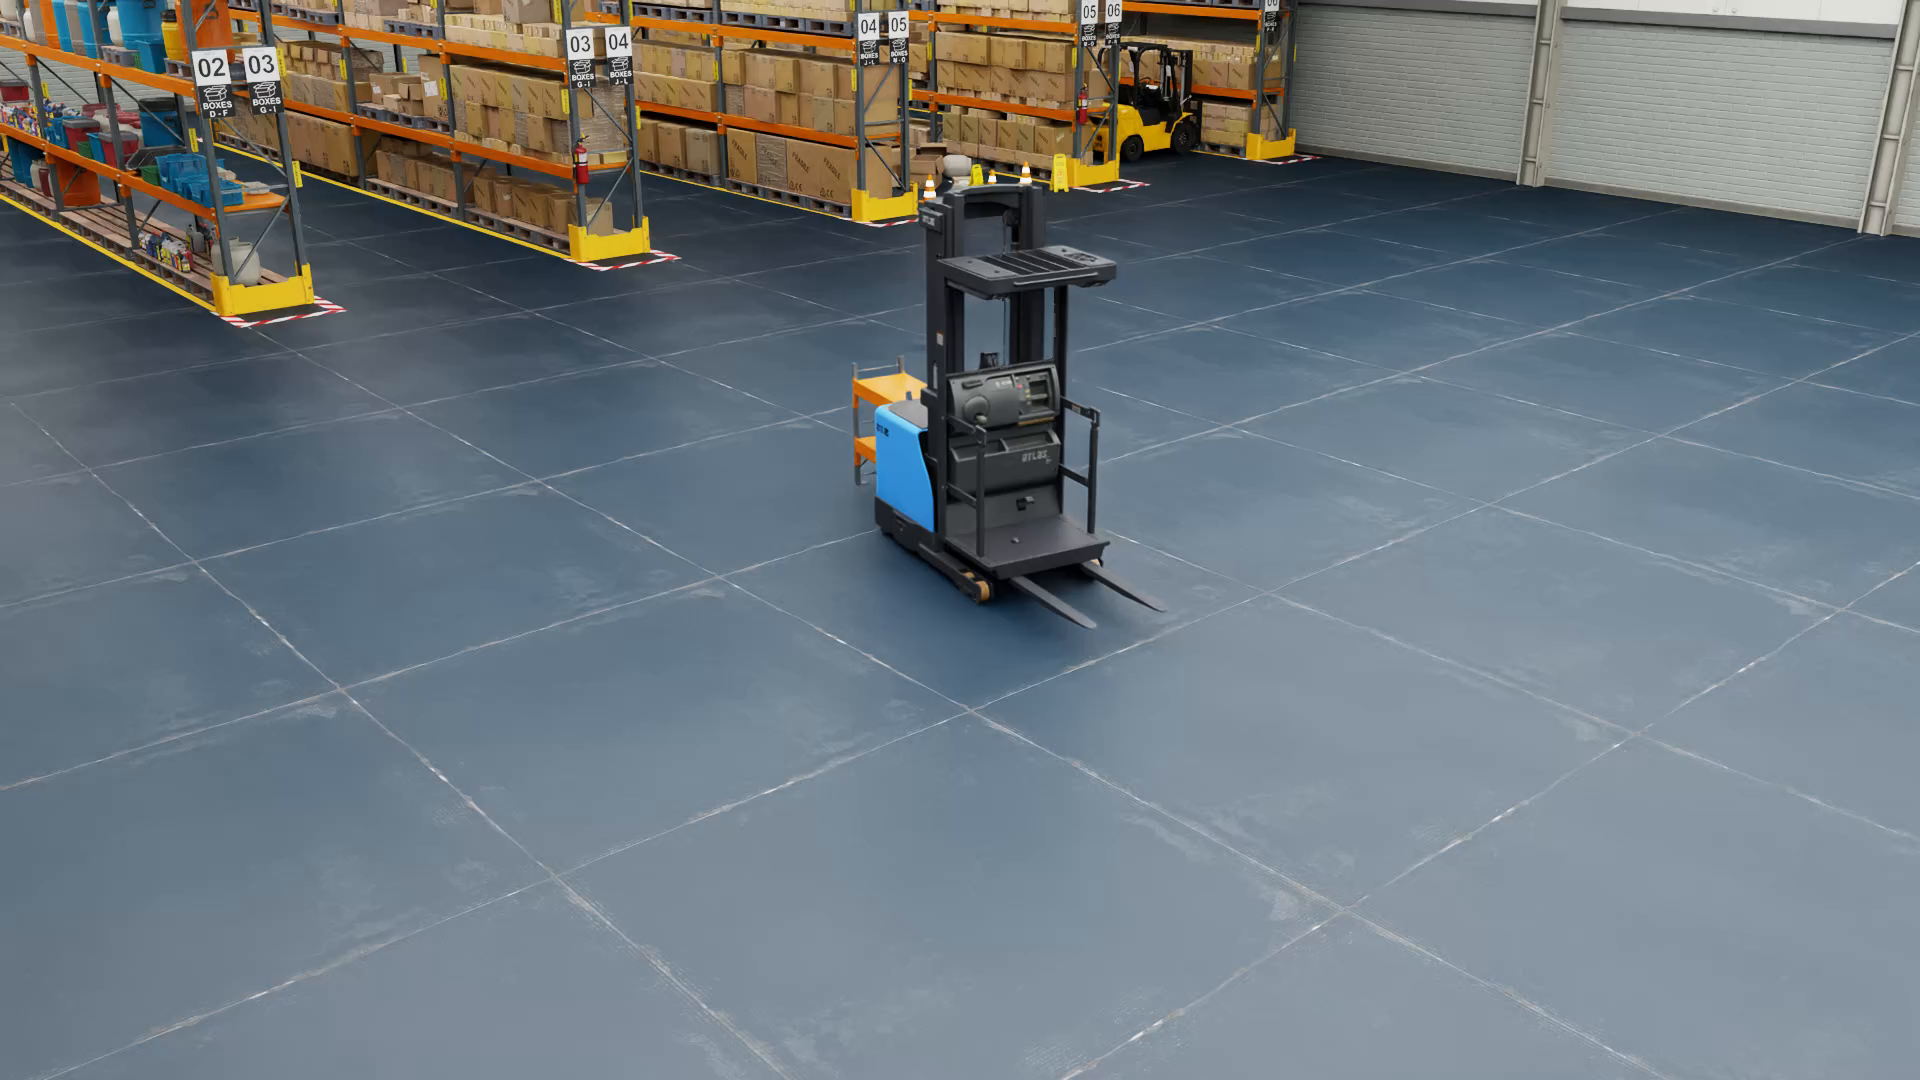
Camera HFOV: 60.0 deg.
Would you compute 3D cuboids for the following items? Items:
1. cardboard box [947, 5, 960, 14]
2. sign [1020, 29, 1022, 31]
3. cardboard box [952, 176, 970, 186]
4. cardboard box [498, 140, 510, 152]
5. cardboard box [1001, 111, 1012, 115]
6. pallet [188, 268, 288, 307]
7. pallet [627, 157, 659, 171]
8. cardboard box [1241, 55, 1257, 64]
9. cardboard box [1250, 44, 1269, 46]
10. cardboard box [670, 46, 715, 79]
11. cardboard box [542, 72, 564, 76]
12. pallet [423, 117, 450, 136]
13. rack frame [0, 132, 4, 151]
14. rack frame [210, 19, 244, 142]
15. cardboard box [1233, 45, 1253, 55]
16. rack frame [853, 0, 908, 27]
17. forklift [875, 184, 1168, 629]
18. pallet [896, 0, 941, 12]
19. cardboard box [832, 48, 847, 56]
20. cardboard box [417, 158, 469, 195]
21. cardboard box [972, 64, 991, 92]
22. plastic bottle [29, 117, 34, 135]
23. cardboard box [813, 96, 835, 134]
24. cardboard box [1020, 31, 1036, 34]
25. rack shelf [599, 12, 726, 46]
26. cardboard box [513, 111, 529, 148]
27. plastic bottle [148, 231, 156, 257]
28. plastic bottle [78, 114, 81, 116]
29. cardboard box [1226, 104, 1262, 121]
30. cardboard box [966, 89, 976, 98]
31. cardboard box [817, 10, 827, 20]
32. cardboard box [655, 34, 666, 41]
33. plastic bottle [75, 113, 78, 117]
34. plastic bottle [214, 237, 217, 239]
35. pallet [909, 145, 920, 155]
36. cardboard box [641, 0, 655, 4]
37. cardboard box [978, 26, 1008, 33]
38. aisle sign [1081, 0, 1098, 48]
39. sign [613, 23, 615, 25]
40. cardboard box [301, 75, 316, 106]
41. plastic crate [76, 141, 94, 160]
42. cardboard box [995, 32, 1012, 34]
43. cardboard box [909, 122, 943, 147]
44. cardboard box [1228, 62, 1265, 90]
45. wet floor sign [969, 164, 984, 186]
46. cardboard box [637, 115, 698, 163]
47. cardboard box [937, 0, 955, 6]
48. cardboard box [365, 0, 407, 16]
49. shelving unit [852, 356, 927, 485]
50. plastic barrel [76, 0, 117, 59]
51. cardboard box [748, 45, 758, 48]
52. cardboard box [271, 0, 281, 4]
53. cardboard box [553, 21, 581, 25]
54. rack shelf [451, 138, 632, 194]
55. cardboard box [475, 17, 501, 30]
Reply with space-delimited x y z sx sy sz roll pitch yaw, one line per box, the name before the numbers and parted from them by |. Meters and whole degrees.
cardboard box | -0.024 -10.065 31.526 0.380 0.149 0.250 -17 27 -37
sign | 1.397 -11.976 38.586 0.100 0.325 0.005 -17 27 -37
cardboard box | 0.057 -6.464 30.011 0.380 0.149 0.250 -4 22 -10
cardboard box | -6.774 -5.998 25.254 0.380 0.149 0.250 -17 27 -37
cardboard box | 0.754 -8.041 32.292 0.500 0.500 0.500 -17 27 -36
pallet | -9.429 -3.310 21.871 1.003 0.211 1.213 -17 27 -37
pallet | -6.006 -7.381 32.265 1.003 0.211 1.213 -17 27 -37
cardboard box | 5.762 -9.471 32.752 0.380 0.149 0.250 -17 27 -37
cardboard box | 6.017 -9.813 33.216 0.380 0.149 0.250 -16 27 -36
cardboard box | -4.848 -8.739 30.401 0.700 0.500 0.500 -17 27 -37
cardboard box | -5.866 -6.697 24.779 0.500 0.500 0.500 -17 27 -37
pallet | -8.065 -6.813 27.256 1.003 0.211 1.213 -17 27 -37
rack frame | -19.261 -8.793 32.047 1.000 3.000 0.127 -17 27 -37
rack frame | -15.509 -9.972 35.058 1.000 3.000 0.127 -17 27 -37
cardboard box | 5.622 -9.690 32.903 0.380 0.149 0.250 -17 27 -37
rack frame | -1.241 -9.498 25.621 1.000 3.000 0.127 -17 27 -37
forklift | 0.451 -1.082 12.453 1.130 2.935 3.031 -12 24 -27
pallet | -0.491 -10.521 32.604 1.213 0.211 1.003 -17 27 -37
cardboard box | -2.315 -10.180 34.467 0.500 0.500 0.500 -16 26 -35
cardboard box | -8.723 -6.163 28.157 0.500 0.500 0.700 20 29 41
cardboard box | 0.571 -8.738 31.362 0.500 0.500 0.500 -18 28 -38
plastic bottle | -14.966 -6.687 26.846 0.097 0.271 0.097 0 21 0
cardboard box | -1.894 -7.013 27.296 0.875 0.550 0.550 -17 27 -37
cardboard box | 1.600 -11.565 38.098 0.380 0.149 0.250 -17 27 -36
rack shelf | -5.158 -9.424 30.531 1.077 0.370 4.000 -17 27 -37
cardboard box | -6.114 -6.153 24.762 0.875 0.500 0.500 -17 27 -37
plastic bottle | -11.216 -4.127 23.164 0.144 0.351 0.185 -17 27 -36
plastic bottle | -14.379 -6.849 27.255 0.152 0.276 0.135 -17 27 -37
cardboard box | 5.664 -8.527 33.192 0.500 0.250 0.500 -16 27 -36
cardboard box | 0.330 -8.535 31.734 0.380 0.149 0.250 -16 27 -36
cardboard box | -2.047 -8.378 26.506 0.380 0.149 0.250 -17 27 -37
cardboard box | -6.896 -11.765 39.497 0.500 0.500 0.500 -16 27 -36
plastic bottle | -14.480 -6.871 27.317 0.097 0.271 0.097 0 21 0
plastic bottle | -10.350 -4.117 23.240 0.152 0.276 0.135 -17 27 -36
pallet | -0.678 -7.932 33.673 1.003 0.211 1.213 -17 27 -37
cardboard box | -5.495 -9.979 30.372 0.500 0.311 0.500 -18 28 -38
cardboard box | 0.761 -11.725 38.821 0.500 0.500 0.500 -16 26 -35
aisle sign | 2.263 -9.035 29.101 0.394 0.787 0.004 -17 27 -37
sign | -8.426 -12.641 40.576 0.100 0.325 0.005 -17 27 -37
cardboard box | -11.791 -8.309 30.673 0.500 0.500 0.500 -17 27 -36
plastic crate | -12.779 -5.793 24.678 0.450 0.188 0.662 -17 27 -37
cardboard box | 0.963 -11.494 37.917 0.380 0.149 0.250 -16 27 -36
cardboard box | -0.513 -8.132 33.387 0.950 0.372 0.625 -17 27 -37
cardboard box | 5.680 -9.214 32.983 0.500 0.500 0.500 -18 28 -39
wet floor sign | 0.277 -6.072 28.327 0.232 0.644 0.267 17 27 36
cardboard box | -5.561 -7.632 31.593 1.050 0.750 0.750 -17 27 -37
cardboard box | -0.089 -10.295 31.566 0.500 0.250 0.500 -18 28 -39
cardboard box | -9.513 -8.969 27.560 0.500 0.500 0.500 -18 28 -39
shelving unit | -0.476 -0.910 14.491 0.538 1.125 1.048 -12 24 -27
plastic barrel | -11.925 -7.197 23.171 0.600 0.901 0.708 -17 27 -37
cardboard box | -4.314 -10.778 36.636 0.500 0.250 0.500 -18 28 -39
cardboard box | -12.512 -10.348 31.191 0.700 0.500 0.500 -17 27 -36
cardboard box | -5.703 -7.491 24.268 0.380 0.149 0.250 -18 27 -38
rack shelf | -6.370 -5.769 25.313 1.077 0.370 4.000 -17 27 -37
cardboard box | -7.010 -7.717 24.846 0.380 0.149 0.250 -18 28 -38
